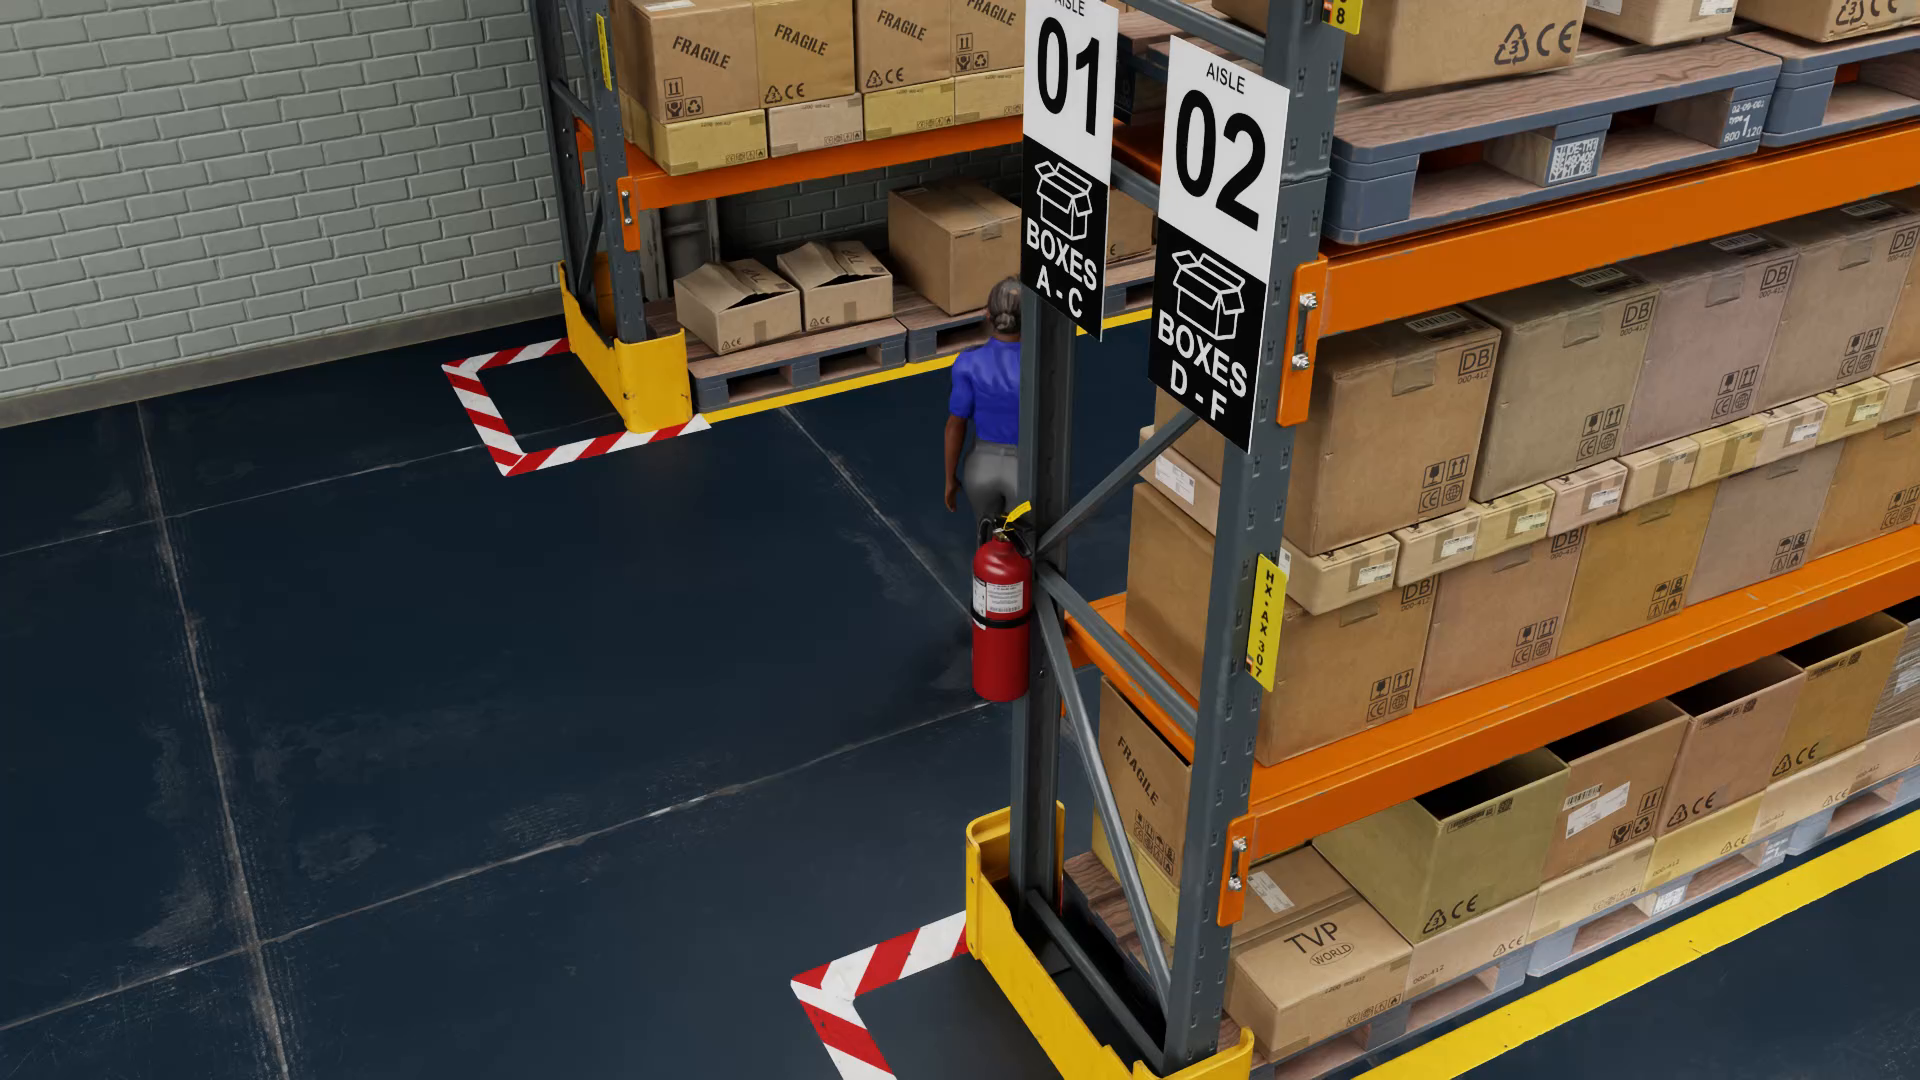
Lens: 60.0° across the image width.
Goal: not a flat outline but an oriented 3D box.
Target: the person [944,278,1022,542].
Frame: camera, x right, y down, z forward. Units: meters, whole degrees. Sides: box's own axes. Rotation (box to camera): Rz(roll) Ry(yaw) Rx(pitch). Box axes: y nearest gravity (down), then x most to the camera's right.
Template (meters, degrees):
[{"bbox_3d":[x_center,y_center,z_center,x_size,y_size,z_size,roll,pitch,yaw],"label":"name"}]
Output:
[{"bbox_3d":[0.202,-0.294,6.581,0.457,1.641,0.712,9,34,14],"label":"person"}]
